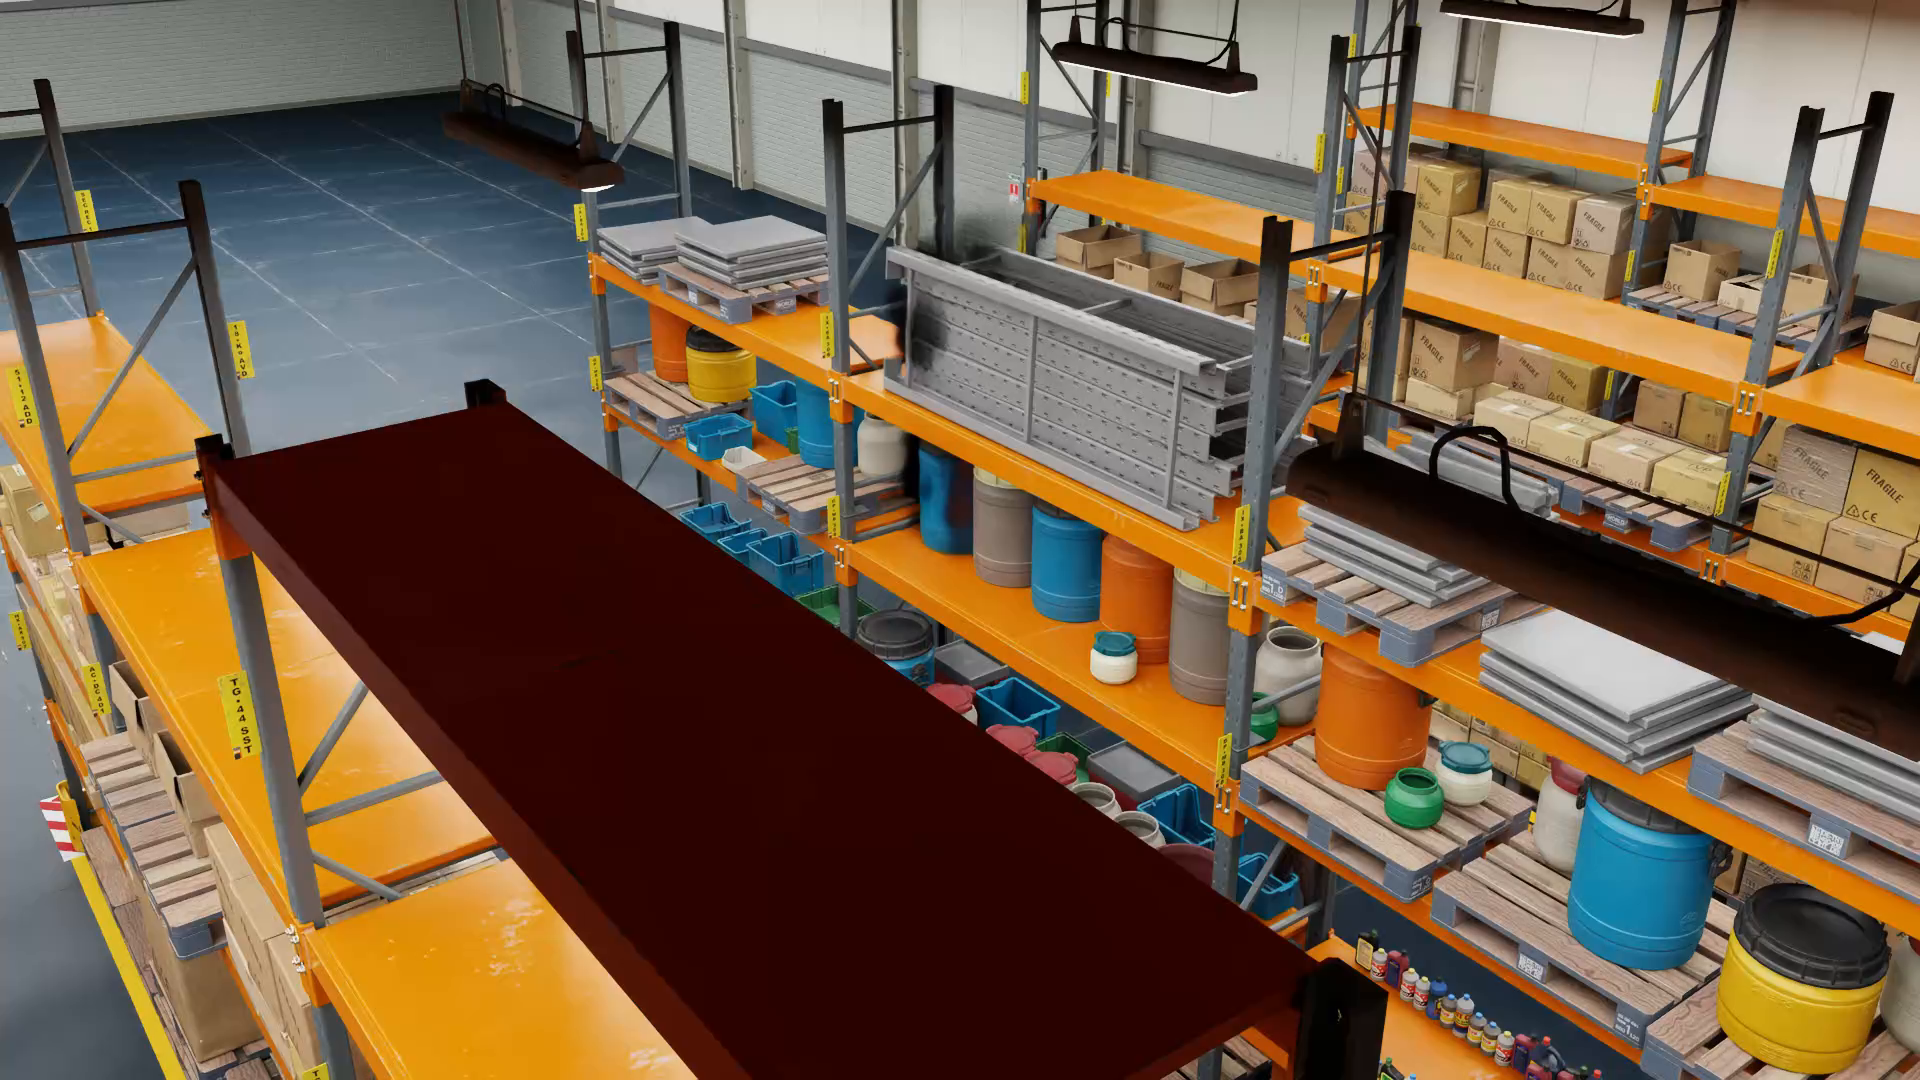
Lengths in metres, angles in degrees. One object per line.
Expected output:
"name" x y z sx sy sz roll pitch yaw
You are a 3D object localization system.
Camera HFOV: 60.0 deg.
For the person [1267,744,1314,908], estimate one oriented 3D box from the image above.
"person" 2.412 1.950 11.980 0.657 1.752 0.822 -20 31 -36
